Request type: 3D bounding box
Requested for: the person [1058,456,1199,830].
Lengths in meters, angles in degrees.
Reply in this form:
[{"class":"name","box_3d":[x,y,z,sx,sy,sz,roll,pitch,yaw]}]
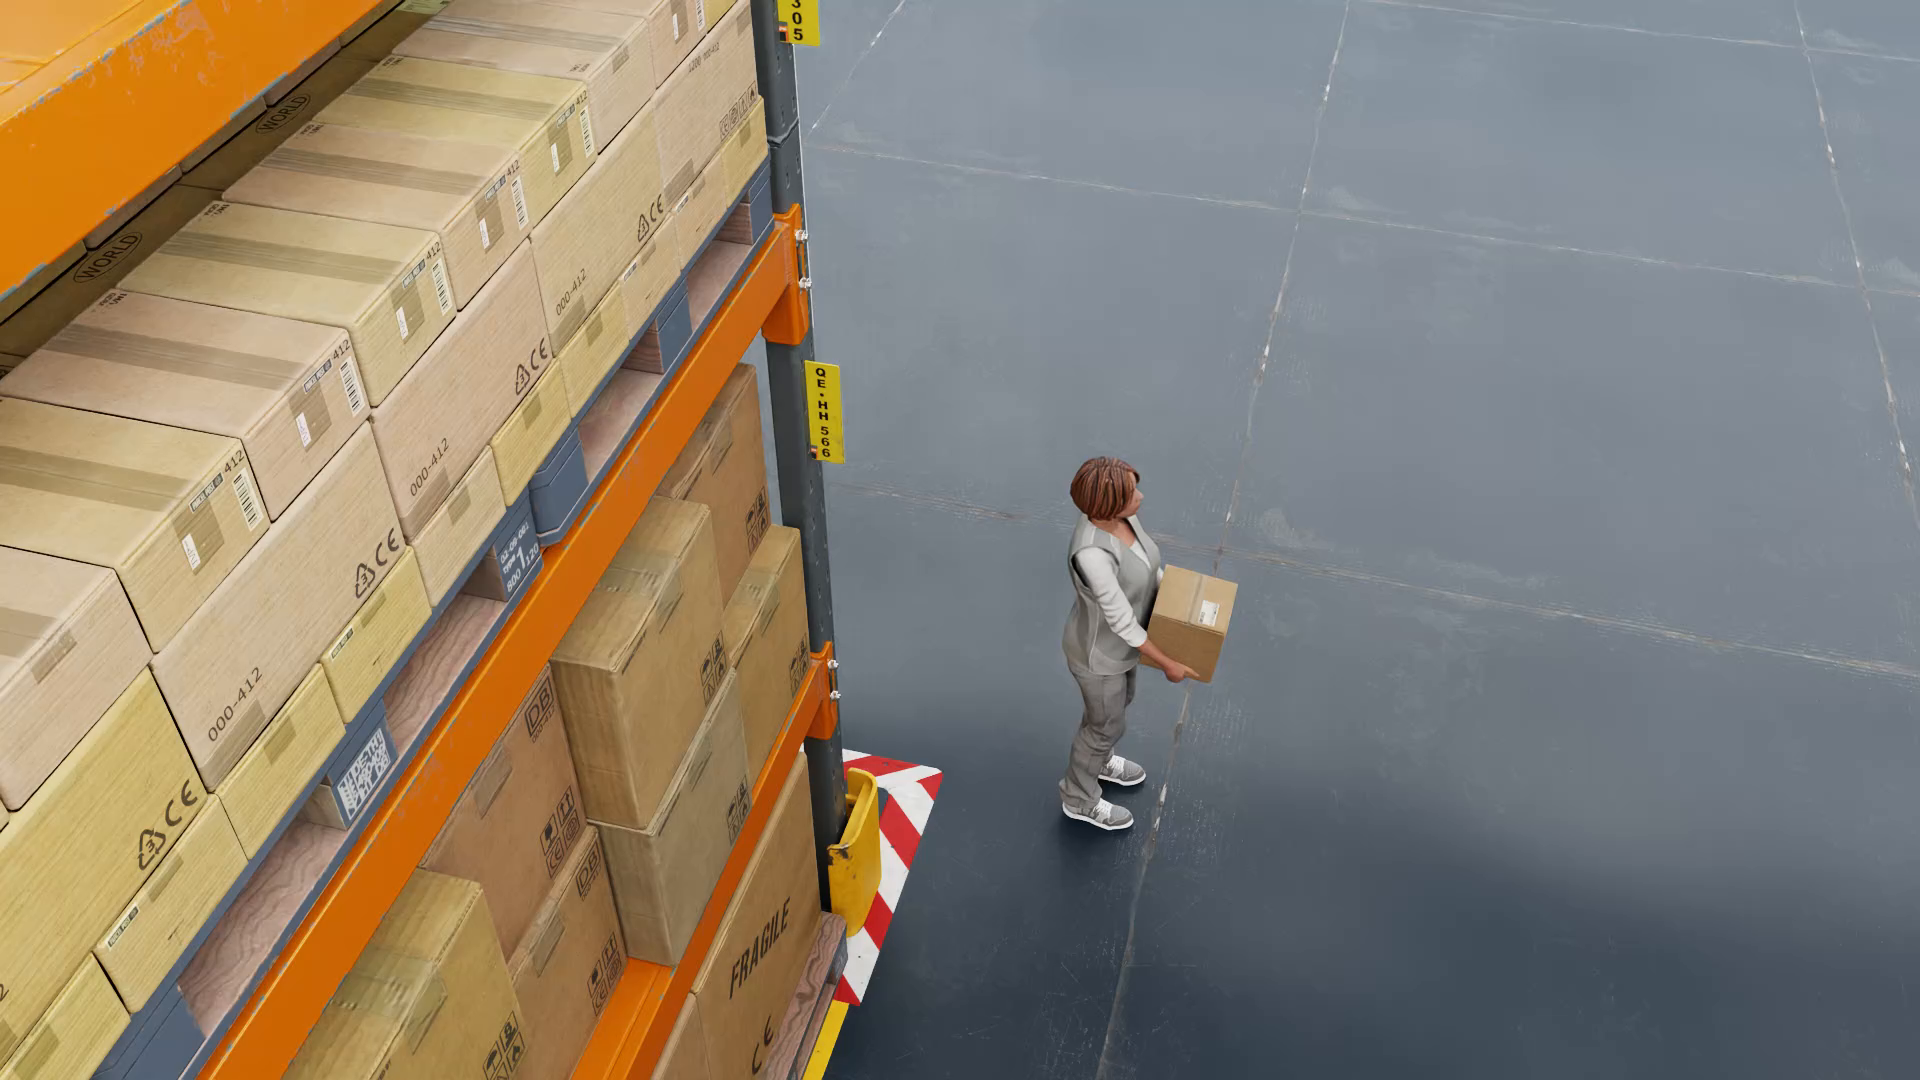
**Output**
[{"class":"person","box_3d":[0.596,0.377,5.746,0.496,1.591,0.404,11,43,12]}]
